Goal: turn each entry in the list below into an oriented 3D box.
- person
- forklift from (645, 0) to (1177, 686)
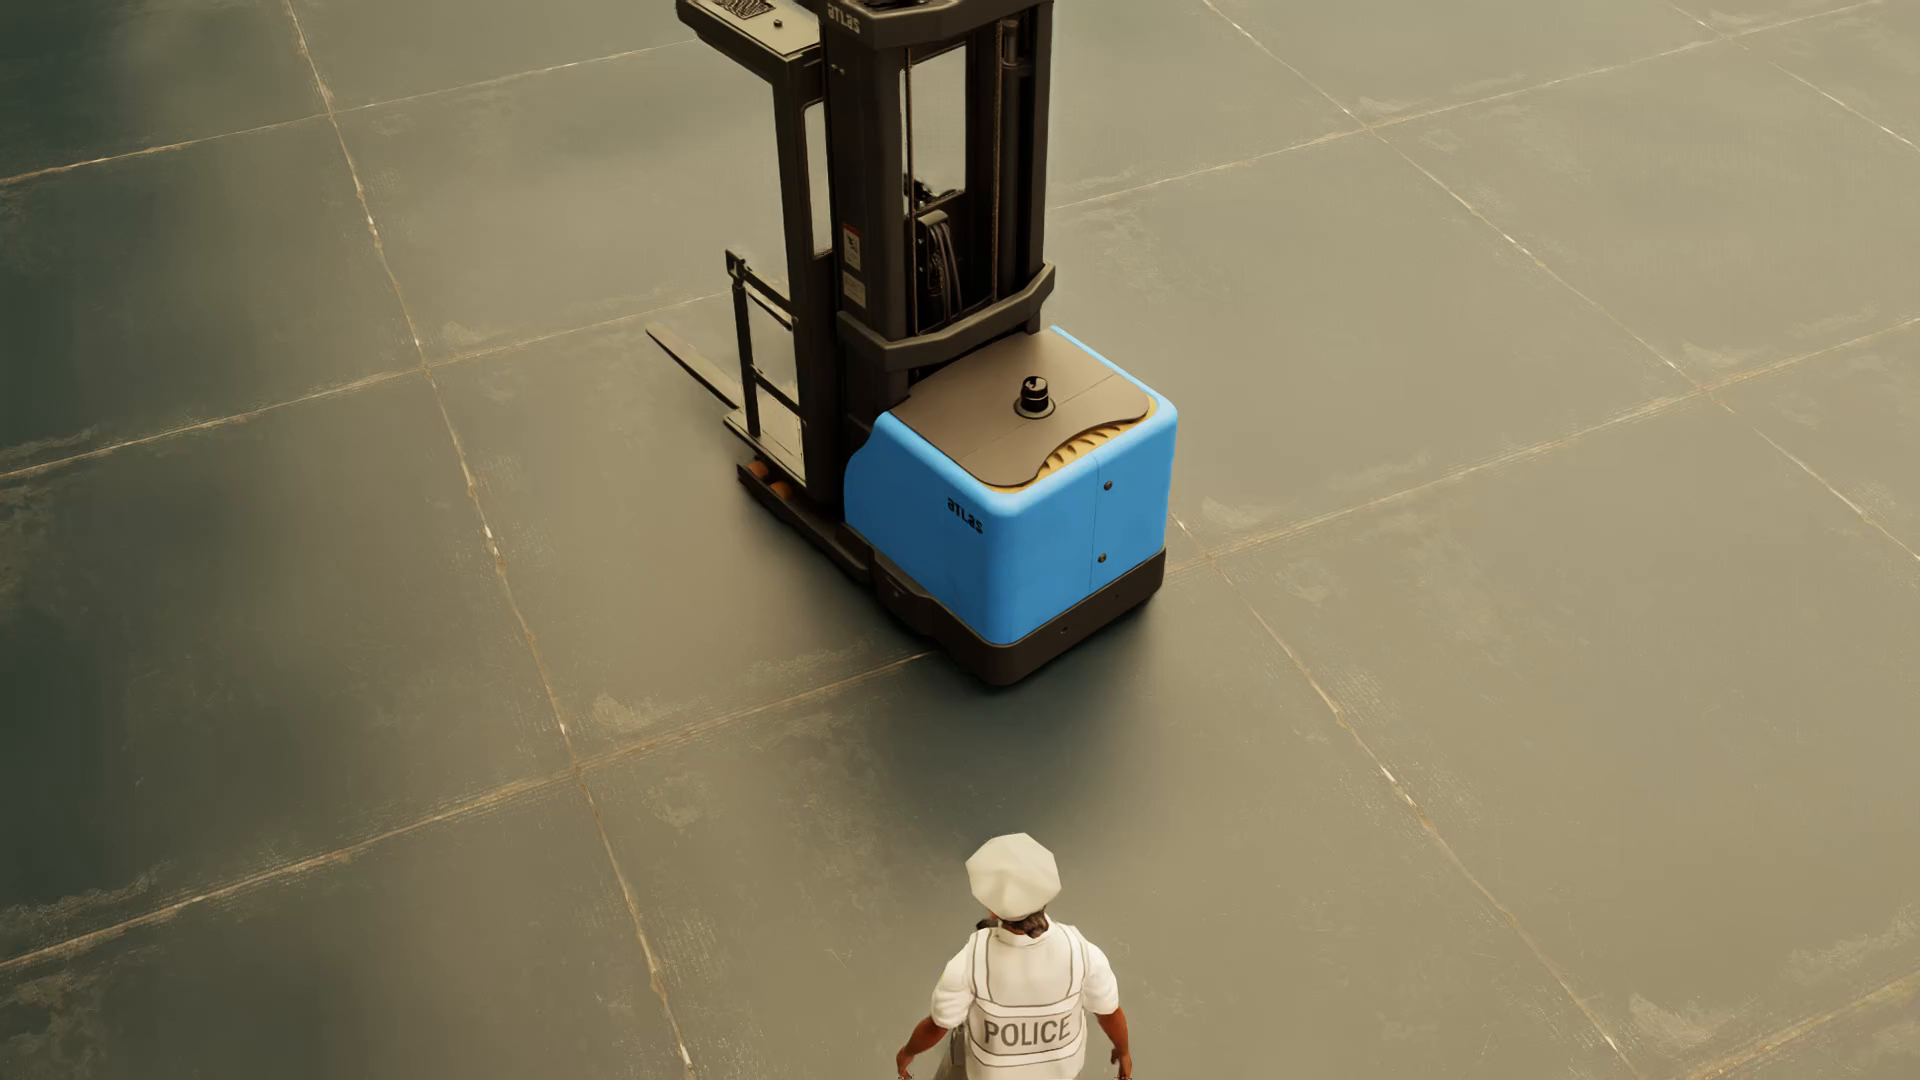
[{"bbox_3d":[0.137,1.526,5.002,0.754,1.634,0.384,-6,43,-7],"label":"person"},{"bbox_3d":[-0.420,-1.389,7.168,1.130,2.935,3.031,-30,51,-28],"label":"forklift"}]
